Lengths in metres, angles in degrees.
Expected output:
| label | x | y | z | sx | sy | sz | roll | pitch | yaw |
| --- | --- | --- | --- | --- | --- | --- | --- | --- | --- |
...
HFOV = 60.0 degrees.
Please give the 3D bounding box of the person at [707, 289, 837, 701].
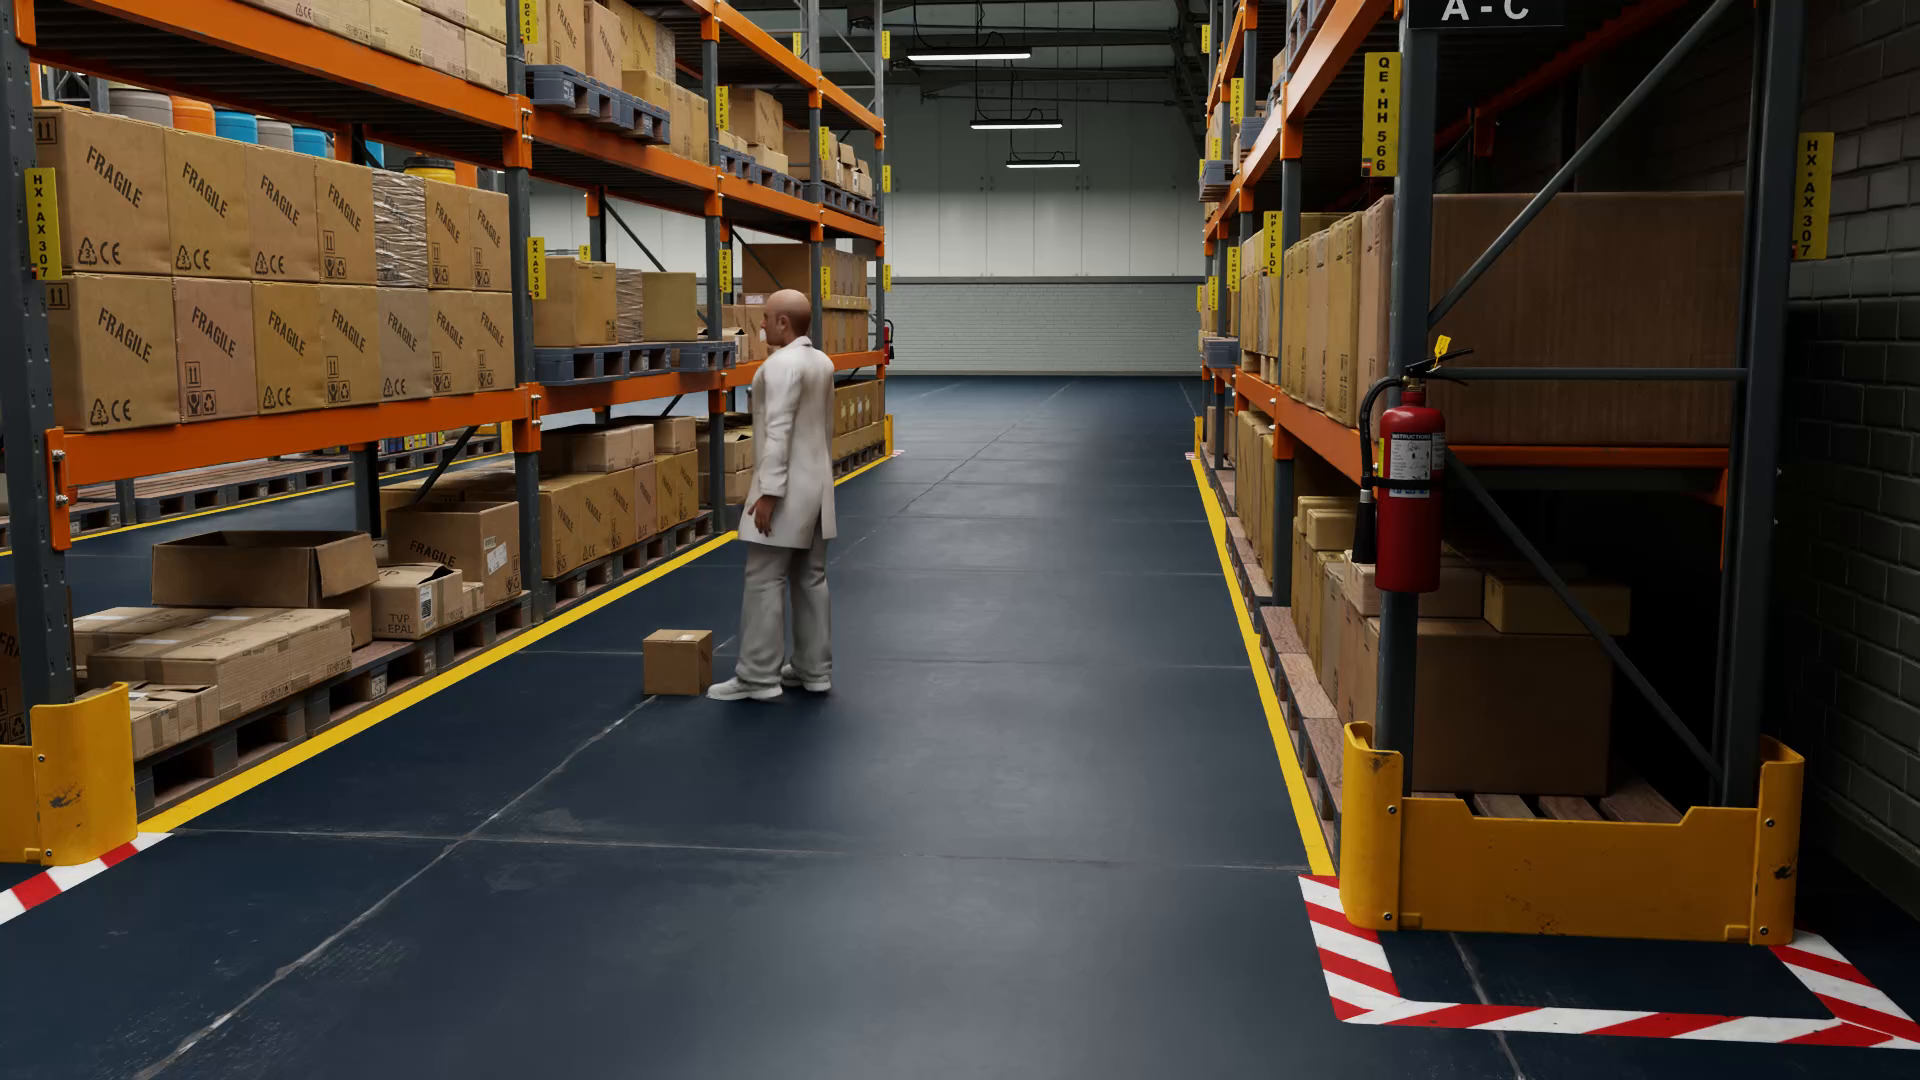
| label | x | y | z | sx | sy | sz | roll | pitch | yaw |
| --- | --- | --- | --- | --- | --- | --- | --- | --- | --- |
| person | -0.811 | -0.204 | 7.388 | 0.494 | 1.798 | 0.637 | 3 | 8 | 23 |
